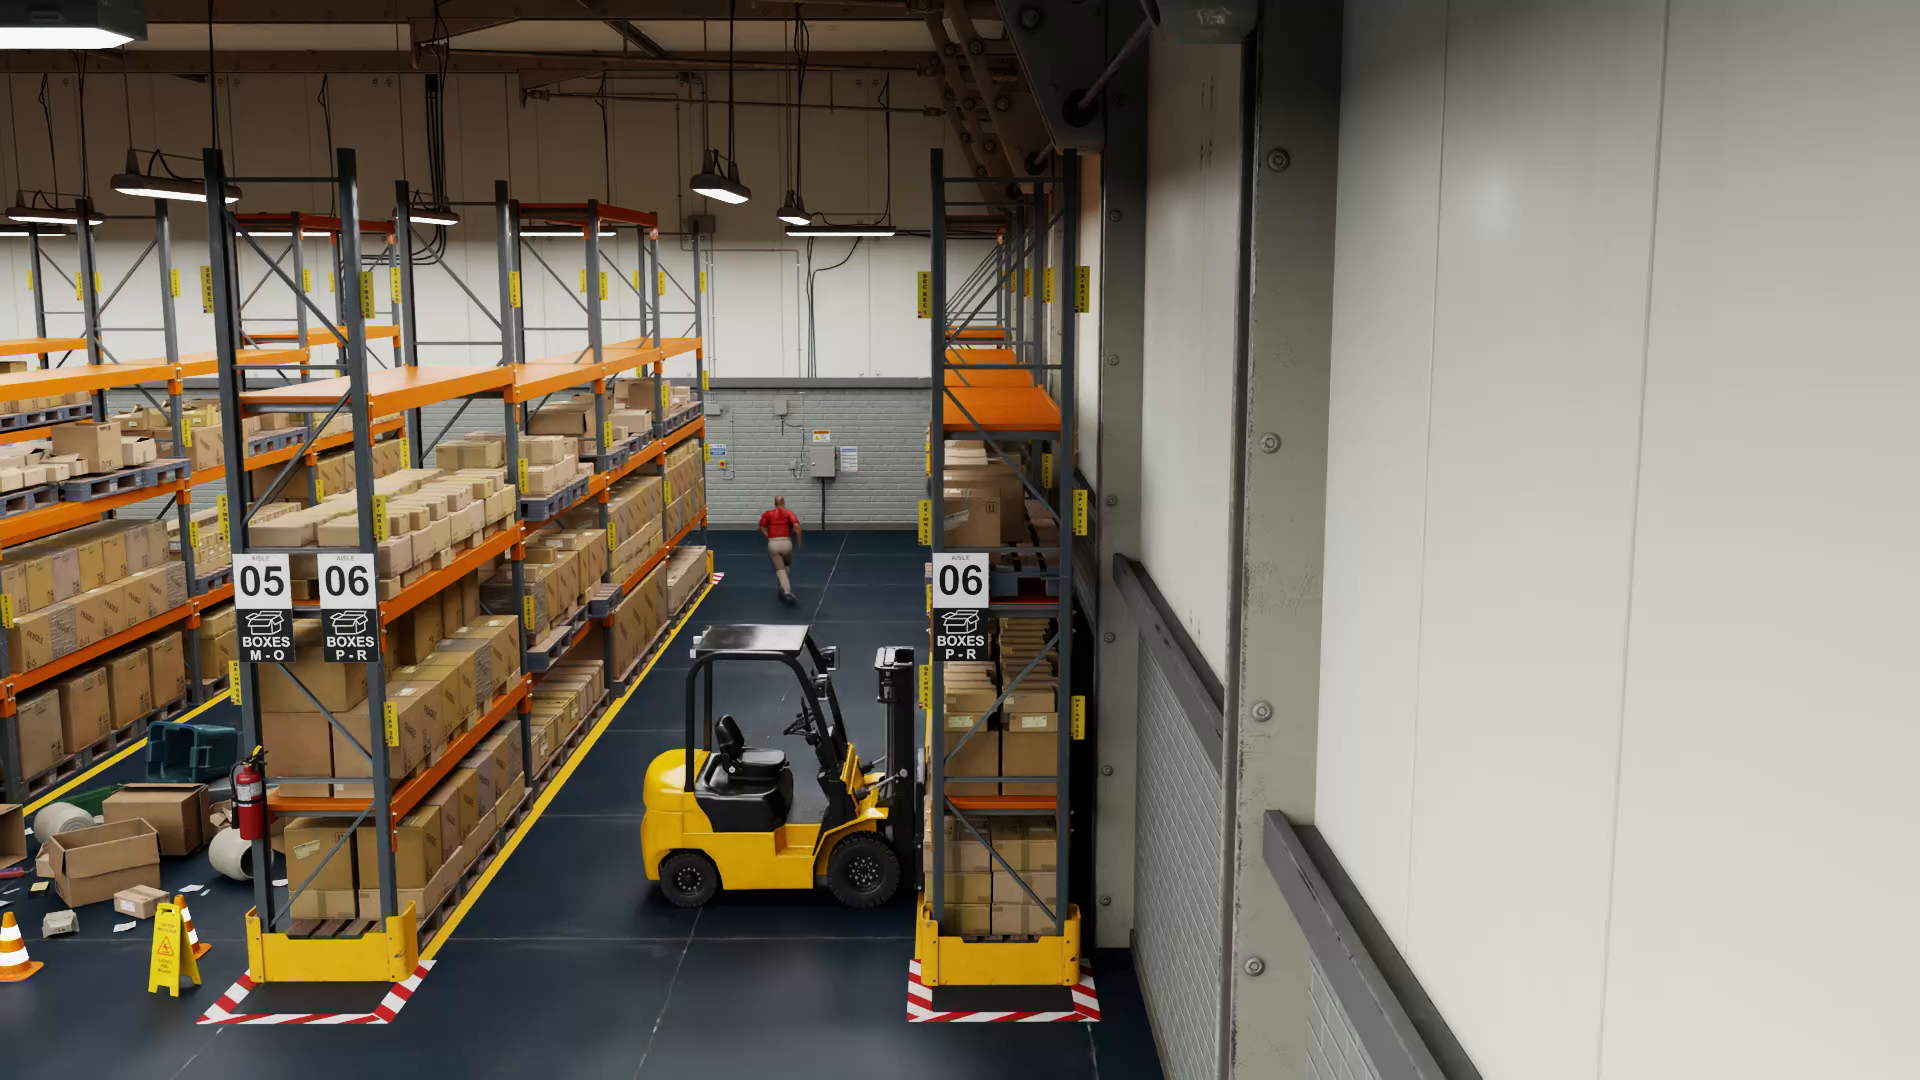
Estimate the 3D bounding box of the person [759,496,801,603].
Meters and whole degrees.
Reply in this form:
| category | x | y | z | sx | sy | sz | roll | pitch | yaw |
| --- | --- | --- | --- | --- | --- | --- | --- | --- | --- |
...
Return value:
| category | x | y | z | sx | sy | sz | roll | pitch | yaw |
| --- | --- | --- | --- | --- | --- | --- | --- | --- | --- |
| person | -2.844 | 0.184 | 26.294 | 0.665 | 1.703 | 0.807 | -1 | 9 | -7 |
